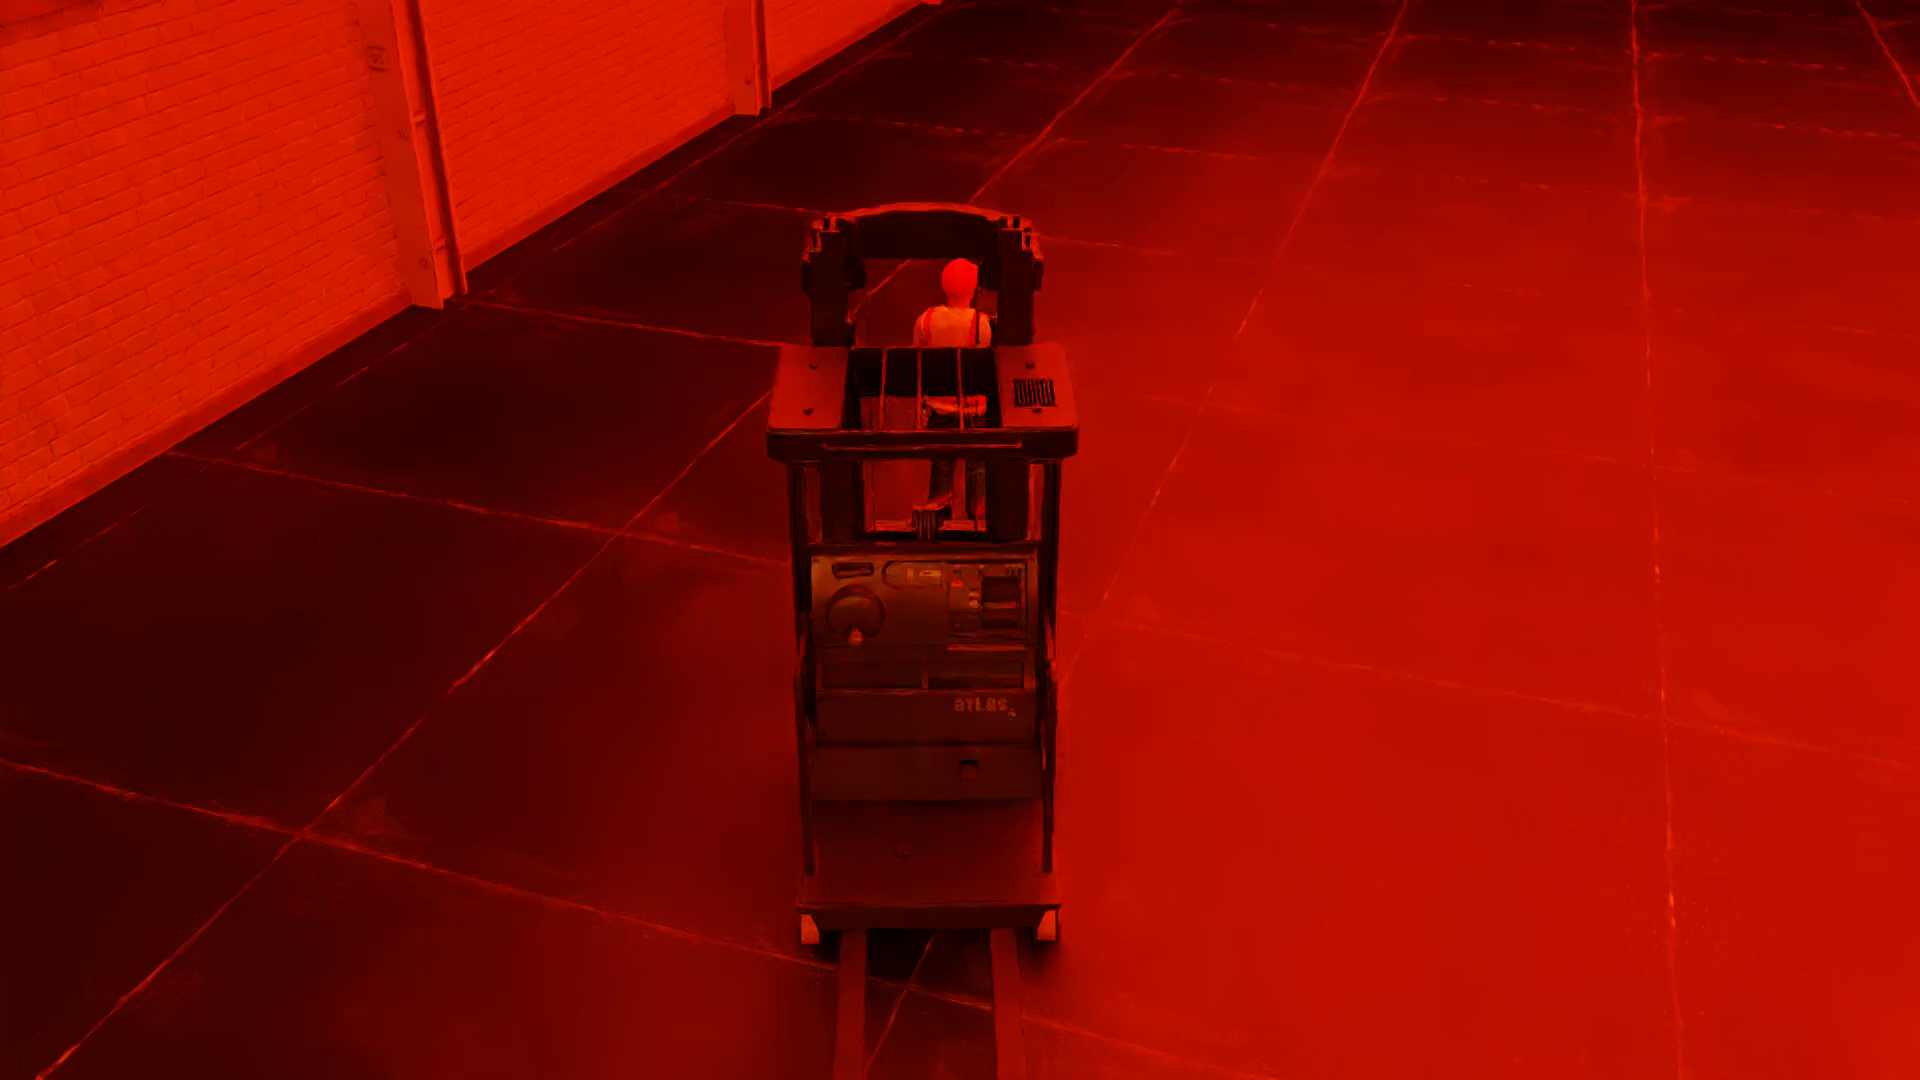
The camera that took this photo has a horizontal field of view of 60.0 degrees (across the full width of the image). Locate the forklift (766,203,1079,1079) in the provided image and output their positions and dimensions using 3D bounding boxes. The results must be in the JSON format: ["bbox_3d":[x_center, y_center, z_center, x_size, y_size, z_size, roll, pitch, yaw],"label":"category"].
[{"bbox_3d":[-0.138,0.288,6.631,1.130,2.935,3.031,-1,30,-1],"label":"forklift"}]

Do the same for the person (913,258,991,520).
[{"bbox_3d":[0.006,-0.788,9.670,0.540,1.795,0.349,10,31,16],"label":"person"}]
